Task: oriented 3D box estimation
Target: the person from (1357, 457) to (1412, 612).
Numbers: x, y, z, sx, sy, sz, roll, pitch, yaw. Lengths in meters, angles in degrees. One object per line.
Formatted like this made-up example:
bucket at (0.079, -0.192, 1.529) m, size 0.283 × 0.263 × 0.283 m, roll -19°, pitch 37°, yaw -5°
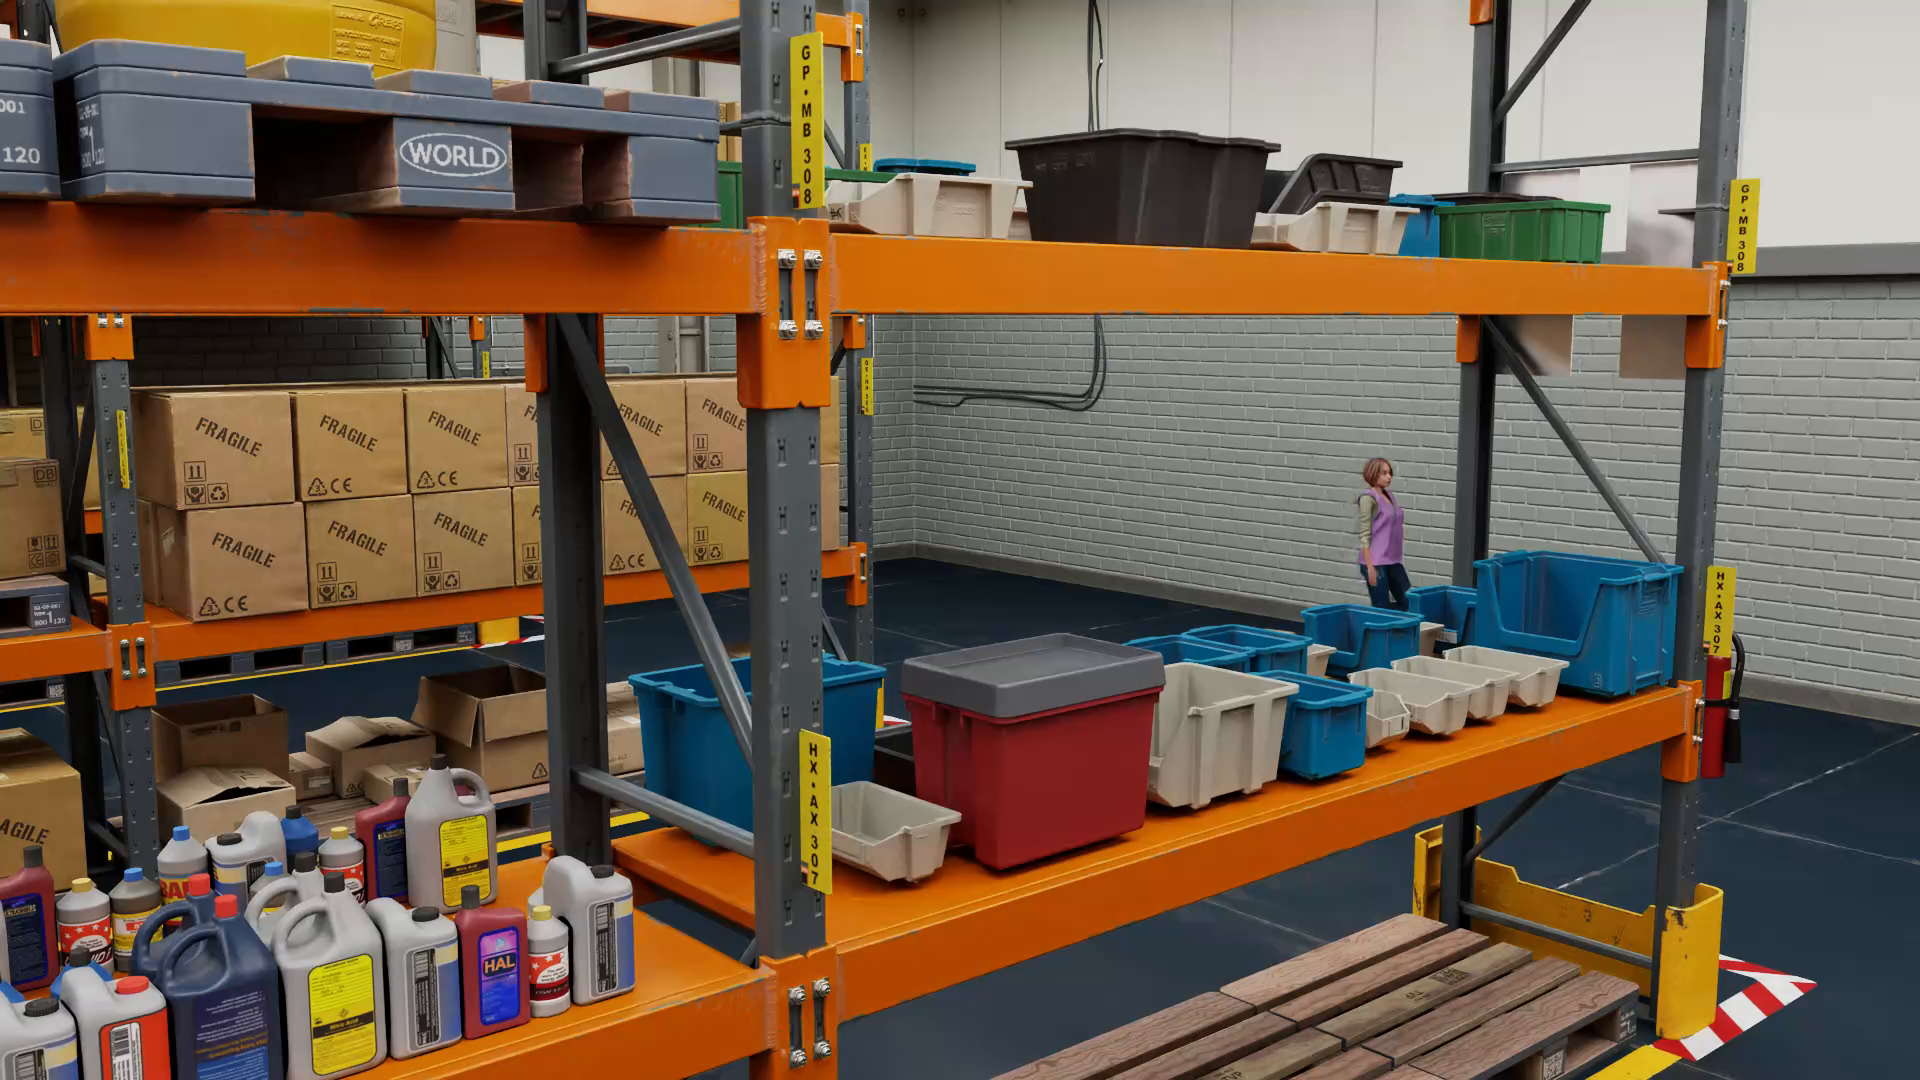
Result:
person at (3.100, 0.186, 12.273) m, size 0.444 × 1.591 × 0.431 m, roll 7°, pitch 10°, yaw 42°
